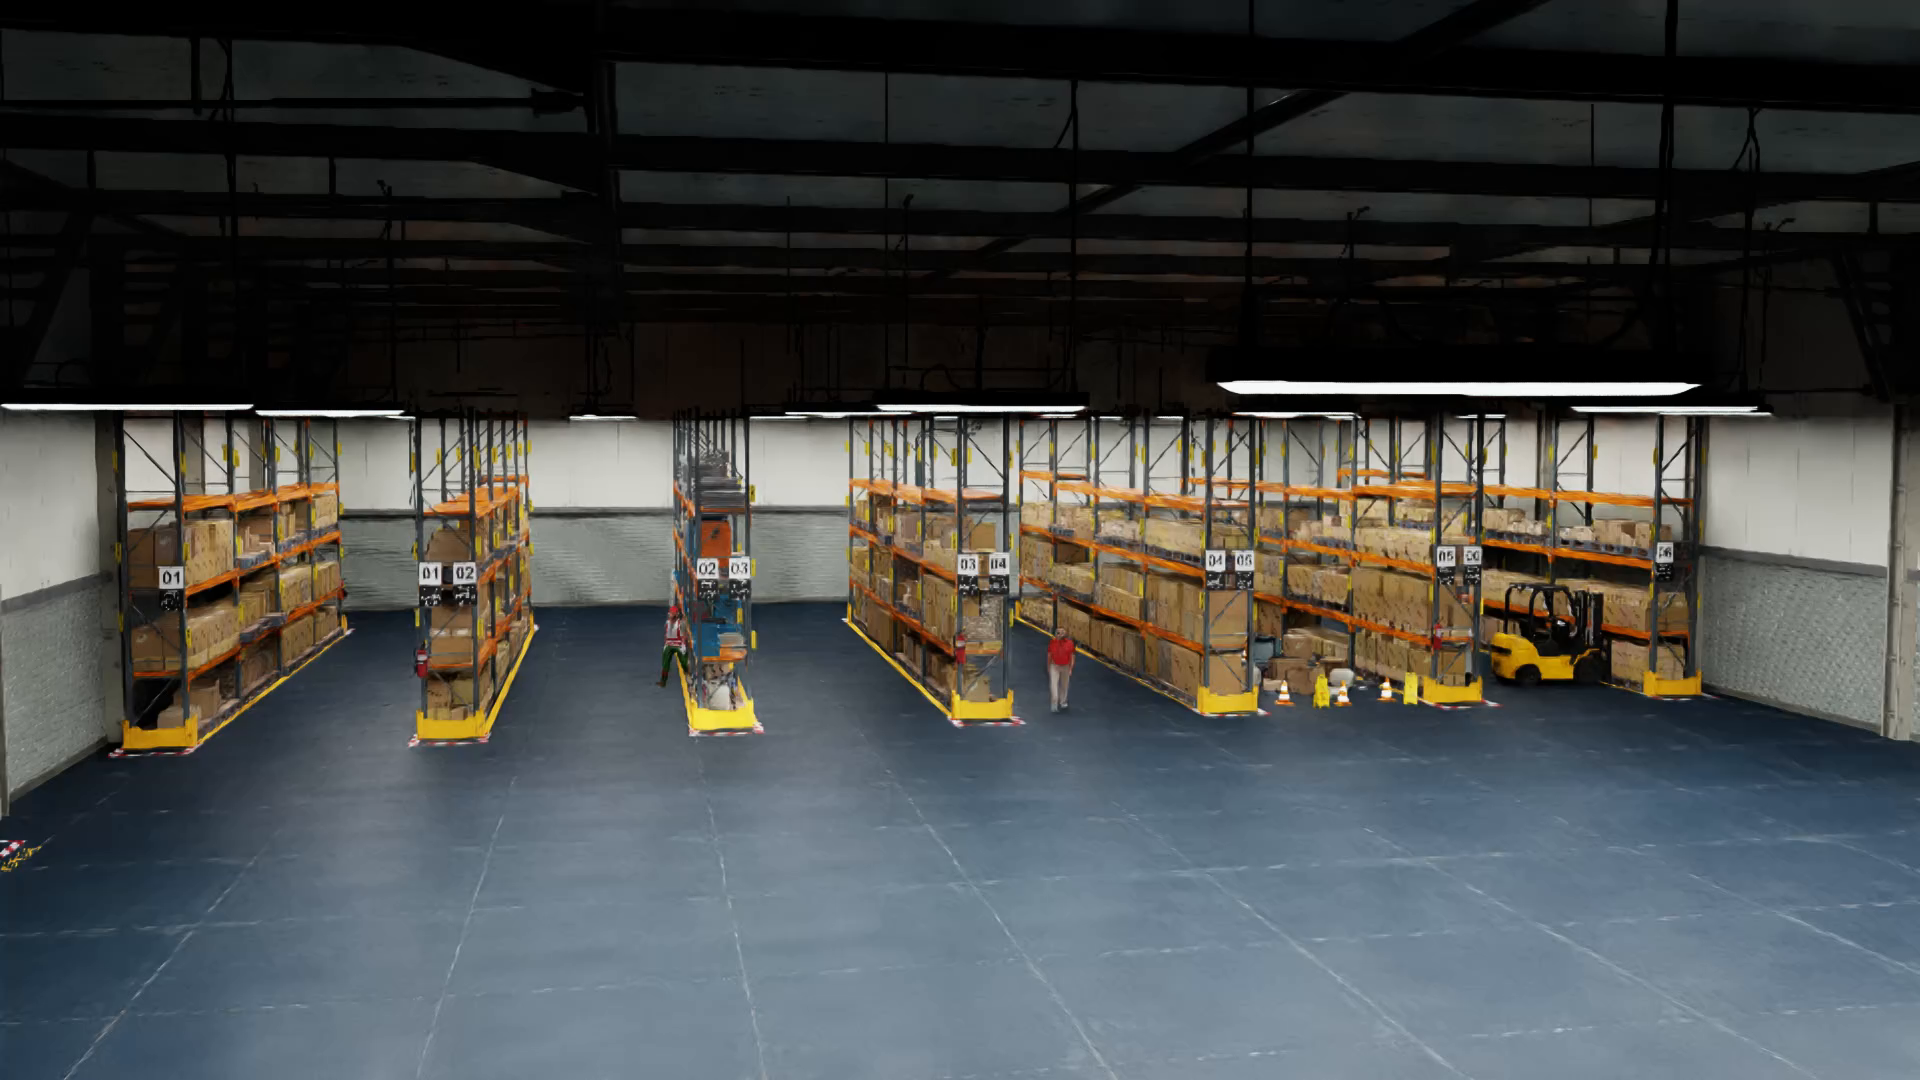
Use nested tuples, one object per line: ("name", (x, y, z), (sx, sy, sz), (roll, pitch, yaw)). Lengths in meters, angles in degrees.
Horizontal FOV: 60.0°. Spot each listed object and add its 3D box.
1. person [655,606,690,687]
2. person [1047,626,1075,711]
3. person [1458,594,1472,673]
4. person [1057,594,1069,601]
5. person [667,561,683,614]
("person", (-6.176, 2.283, 36.096), (0.599, 1.750, 0.795), (1, 4, 16))
("person", (2.009, 2.533, 32.977), (0.532, 1.659, 1.040), (0, 4, -3))
("person", (11.439, 2.127, 37.867), (0.550, 1.782, 0.636), (1, 4, 18))
("person", (3.190, 1.090, 52.821), (0.563, 1.780, 0.599), (3, 5, 36))
("person", (-8.374, 1.393, 49.639), (0.529, 1.598, 0.915), (1, 4, 10))
